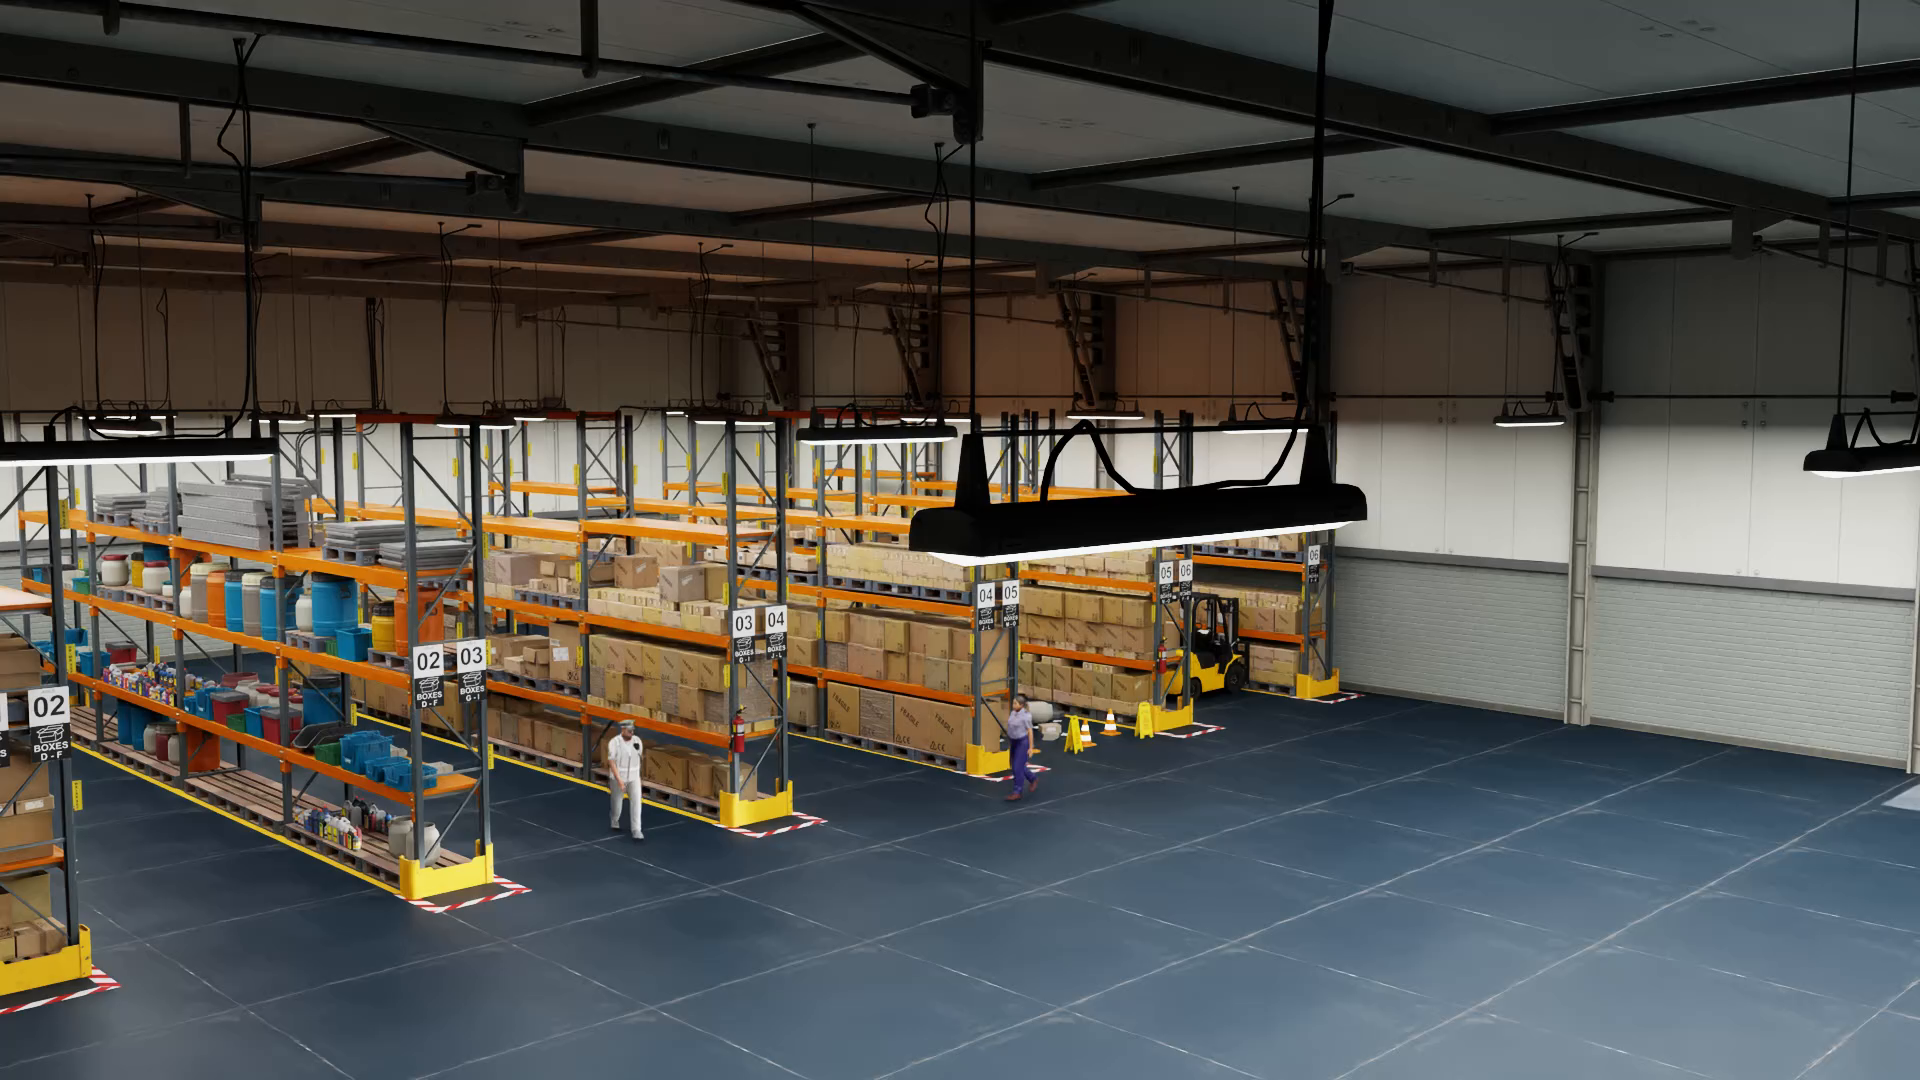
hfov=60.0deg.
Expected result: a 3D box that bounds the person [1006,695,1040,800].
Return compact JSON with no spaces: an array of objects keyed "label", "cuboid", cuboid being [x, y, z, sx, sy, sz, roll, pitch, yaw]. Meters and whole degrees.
[{"label":"person","cuboid":[0.998,3.241,26.250,0.762,1.622,0.544,-3,6,-30]}]

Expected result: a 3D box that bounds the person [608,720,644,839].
[{"label":"person","cuboid":[-4.789,3.409,23.916,0.528,1.667,1.120,-2,5,-25]}]

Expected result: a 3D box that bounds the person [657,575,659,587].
[{"label":"person","cuboid":[-8.029,1.678,44.195,0.448,1.646,0.984,2,6,26]}]

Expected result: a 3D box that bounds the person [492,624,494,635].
[{"label":"person","cuboid":[-10.564,2.345,37.012,0.512,1.515,0.781,-4,6,-35]}]
